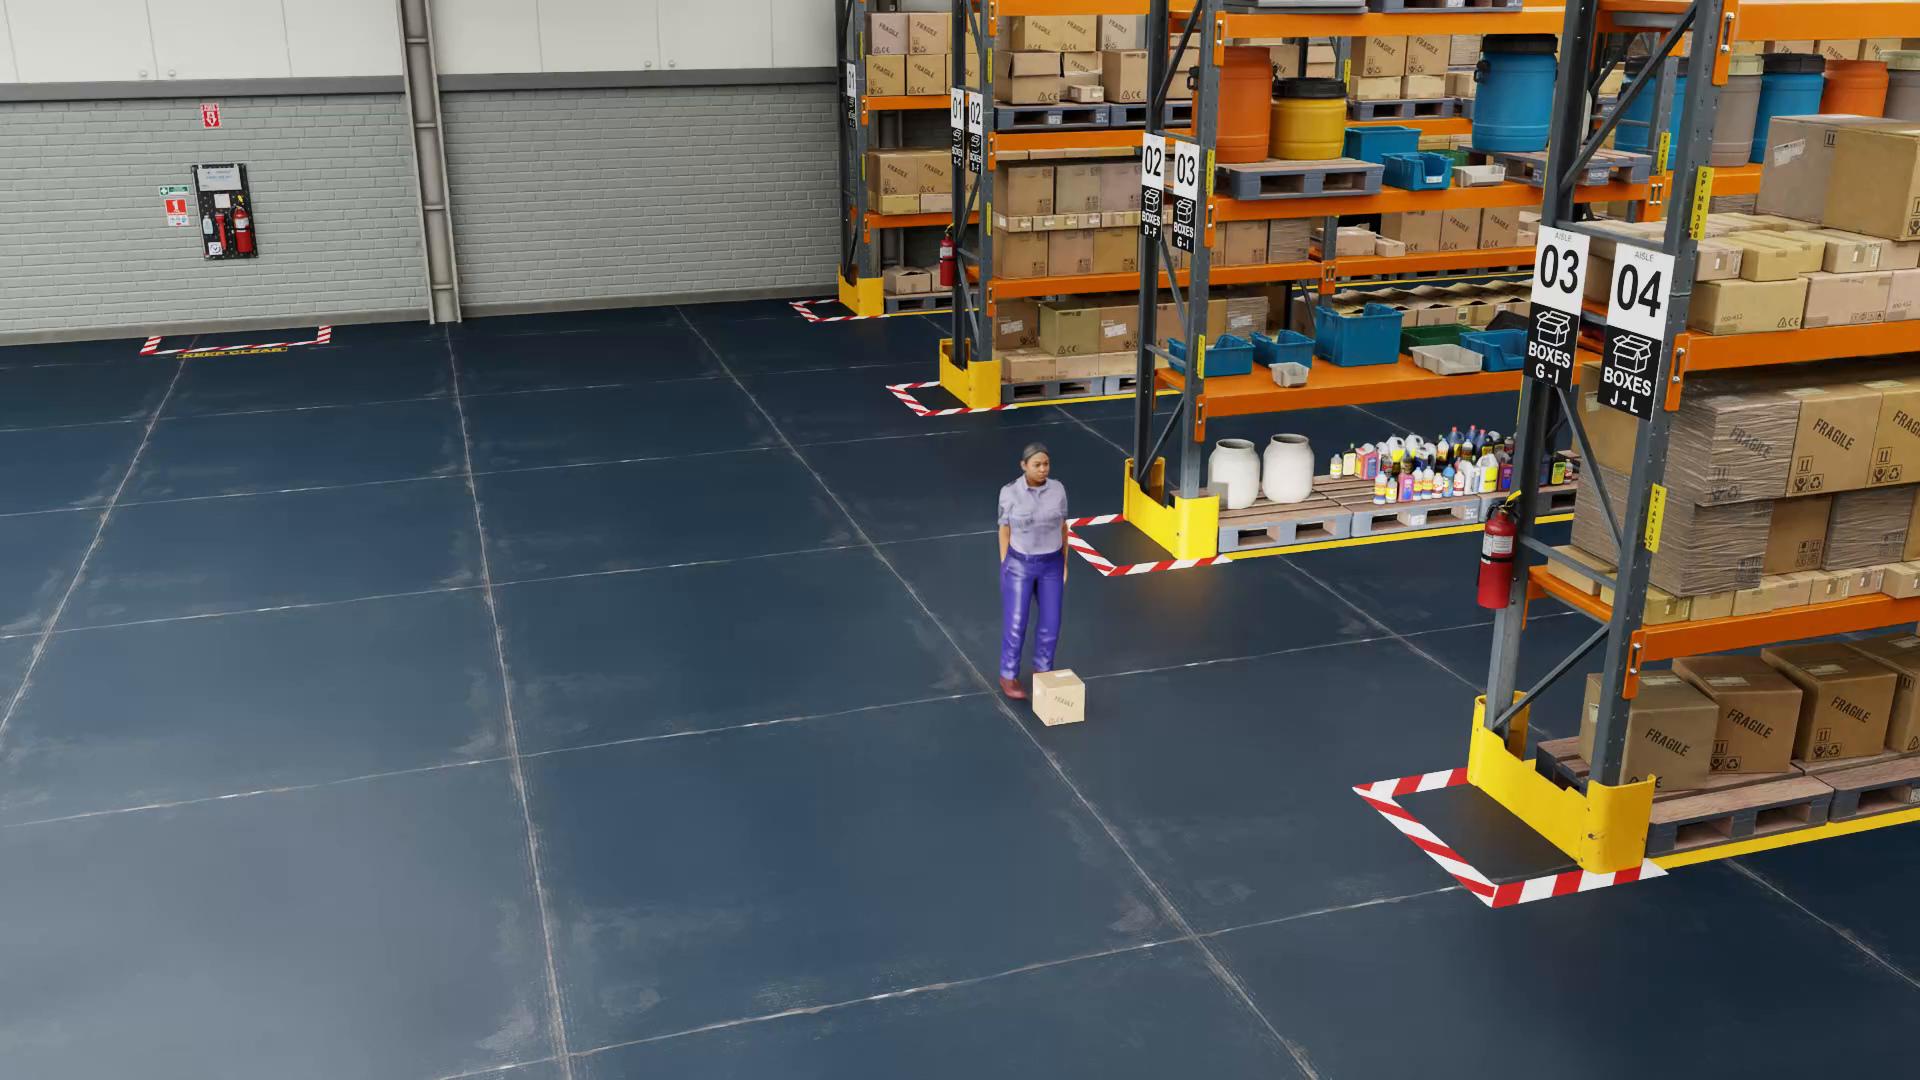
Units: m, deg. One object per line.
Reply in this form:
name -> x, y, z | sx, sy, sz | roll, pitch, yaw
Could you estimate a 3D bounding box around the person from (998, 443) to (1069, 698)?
person -> 0.478, 0.185, 10.583 | 0.466, 1.650, 0.356 | -6, 20, -16
